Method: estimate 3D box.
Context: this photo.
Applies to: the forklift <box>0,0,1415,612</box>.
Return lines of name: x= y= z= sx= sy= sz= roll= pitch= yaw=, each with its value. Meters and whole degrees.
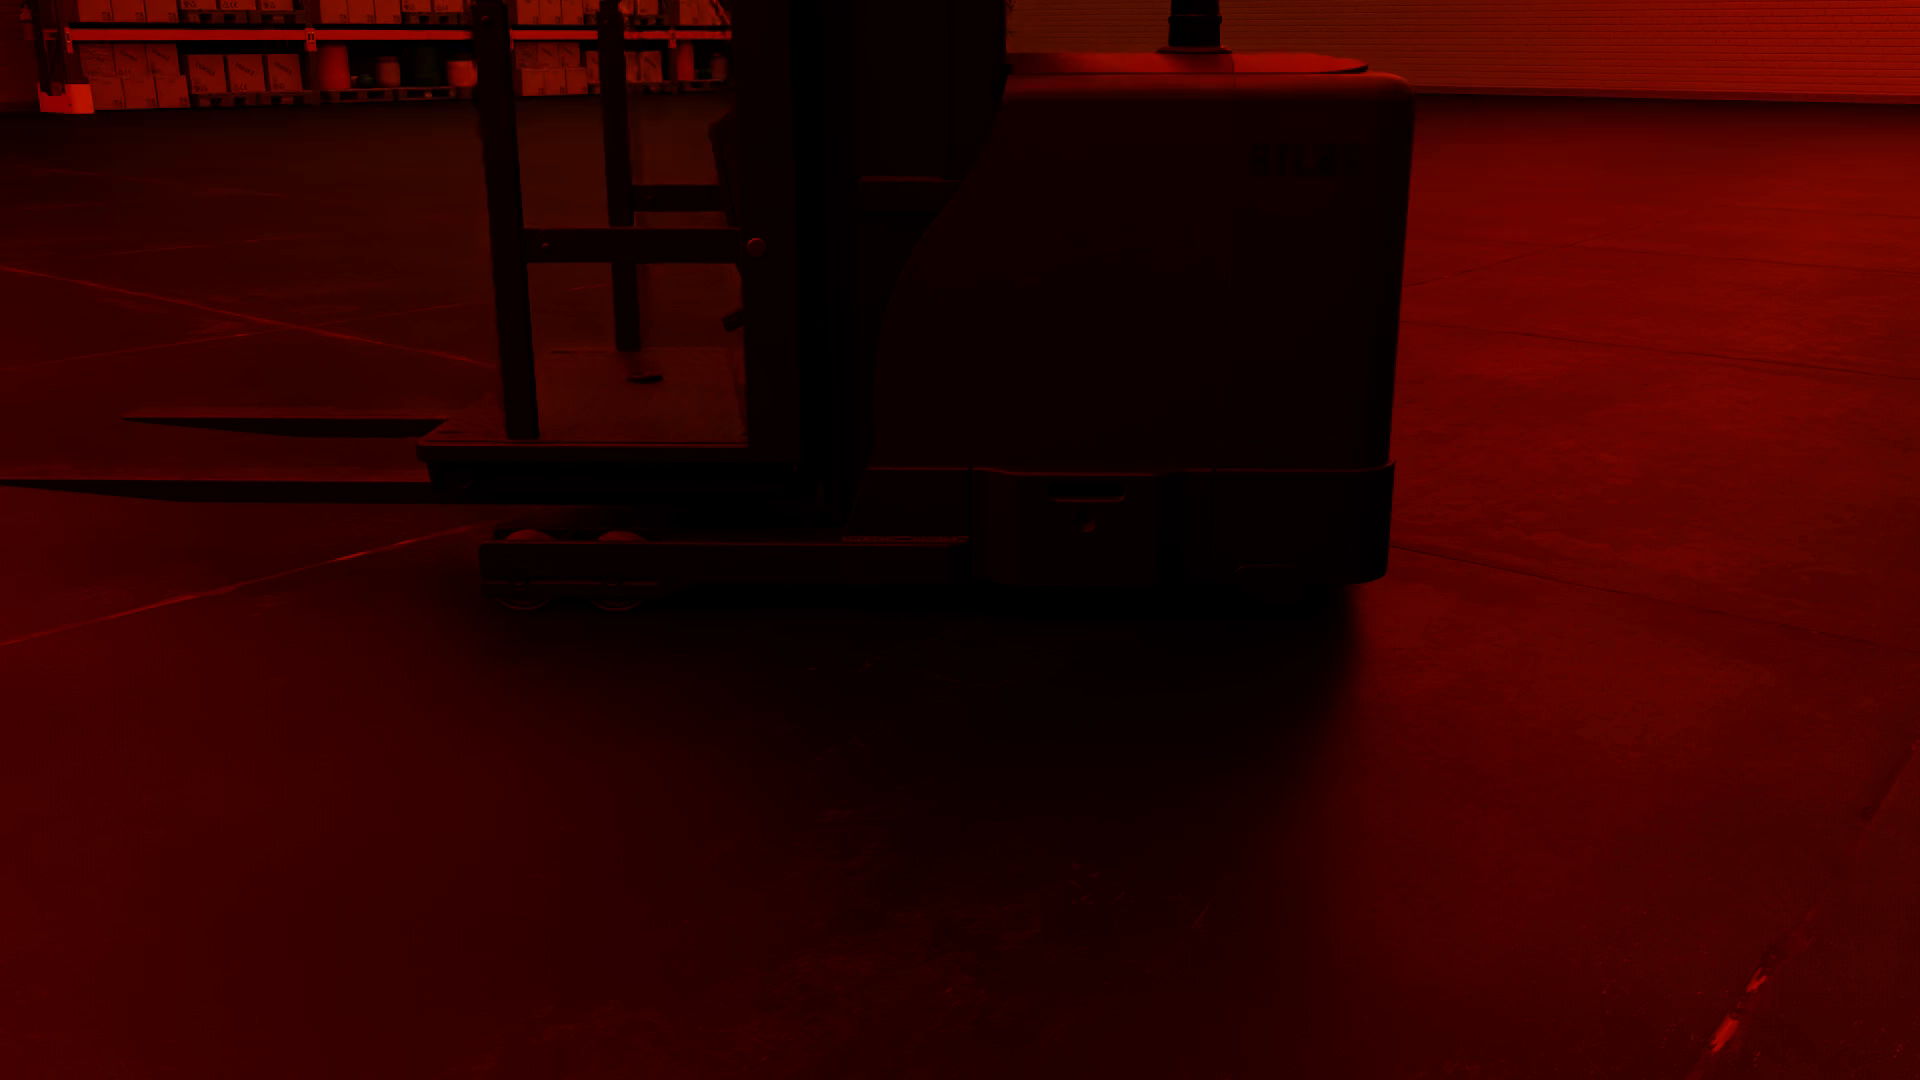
forklift: x=-0.611 y=-1.406 z=3.529 sx=3.031 sy=2.935 sz=1.130 roll=0 pitch=17 yaw=2
